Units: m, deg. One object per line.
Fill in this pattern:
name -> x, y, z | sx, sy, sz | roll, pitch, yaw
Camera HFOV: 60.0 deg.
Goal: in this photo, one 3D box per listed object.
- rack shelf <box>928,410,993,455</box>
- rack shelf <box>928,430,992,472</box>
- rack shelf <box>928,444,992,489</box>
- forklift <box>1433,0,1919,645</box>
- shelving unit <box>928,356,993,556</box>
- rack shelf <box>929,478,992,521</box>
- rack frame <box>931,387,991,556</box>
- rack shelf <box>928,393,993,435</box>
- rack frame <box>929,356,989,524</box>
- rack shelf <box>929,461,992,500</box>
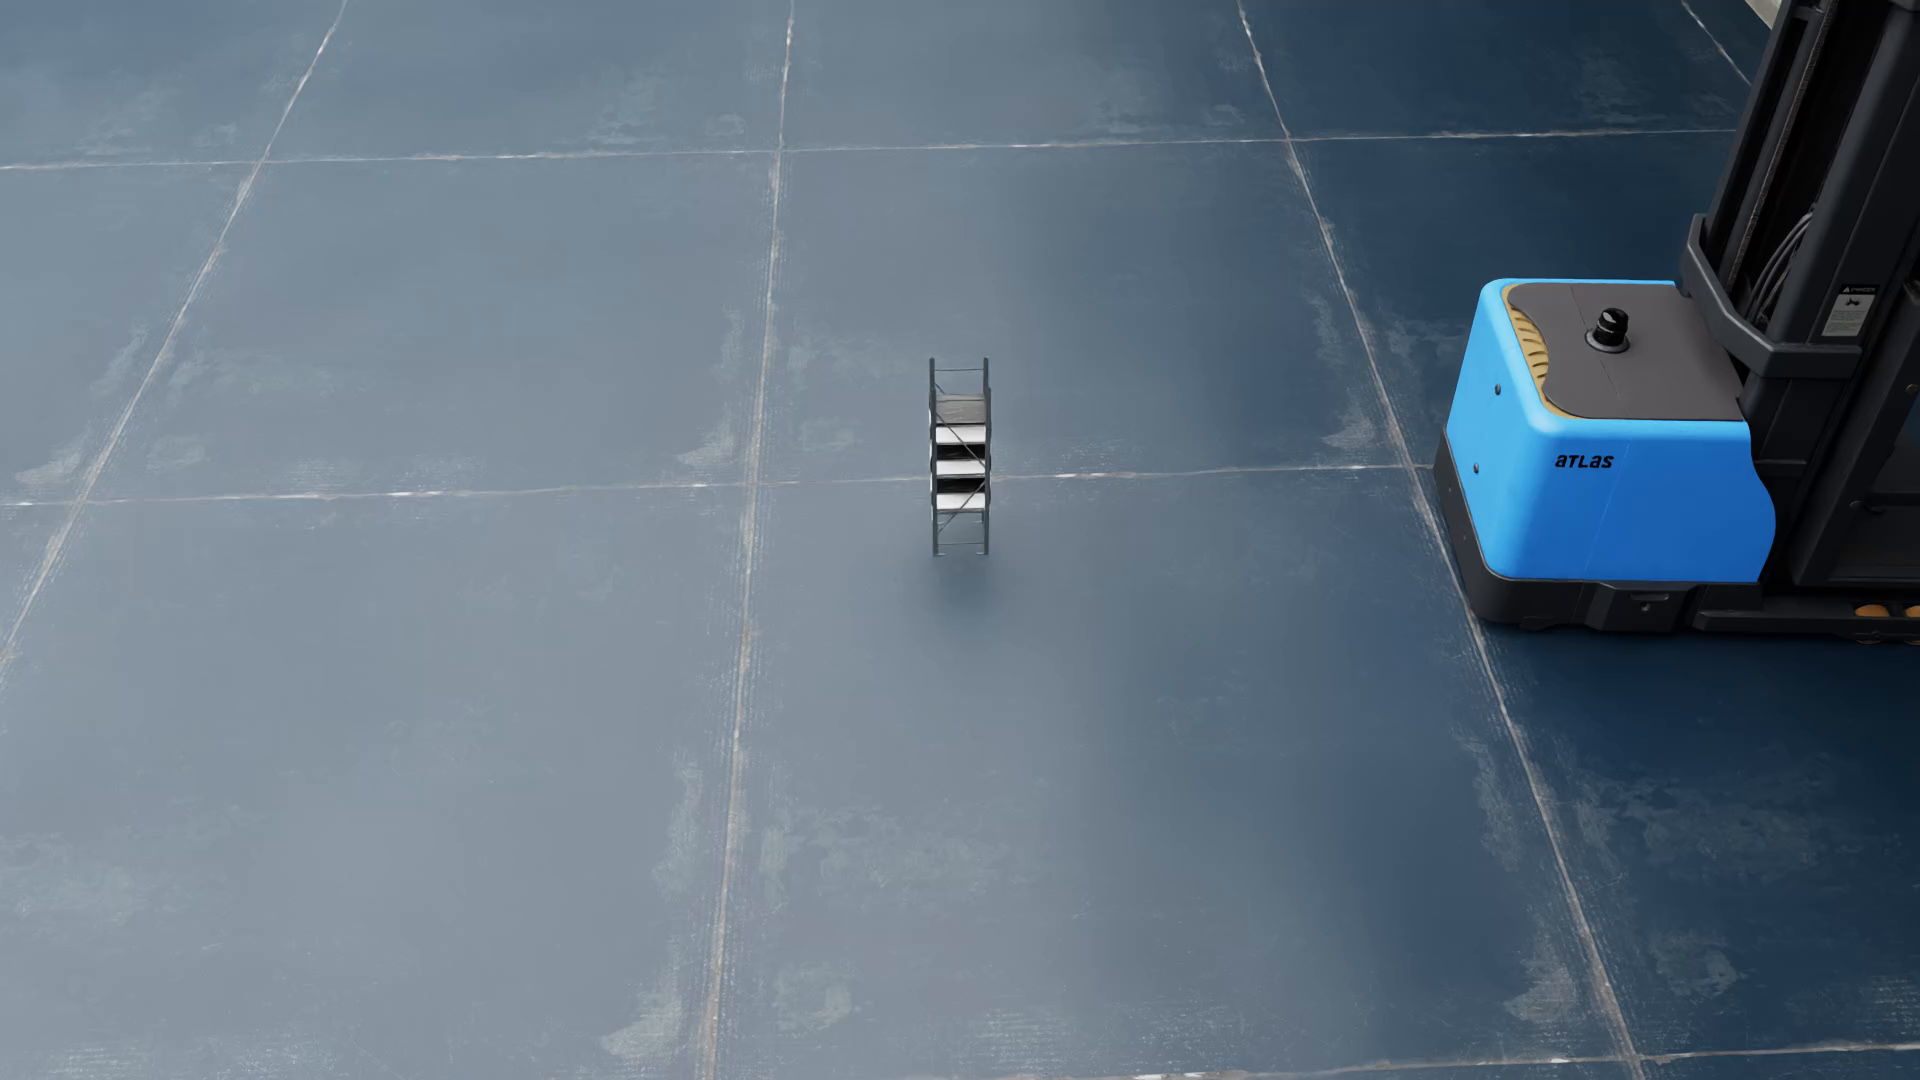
rack shelf -> 0.000, -0.445, 6.853 | 0.258, 0.077, 0.200 | -2, 43, -2
rack shelf -> 0.000, -0.379, 6.914 | 0.258, 0.077, 0.200 | -2, 43, -2
rack shelf -> 0.000, -0.313, 6.974 | 0.258, 0.077, 0.200 | -2, 43, -2
forklift -> 3.629, -1.020, 6.194 | 3.031, 2.935, 1.130 | 1, 43, 1
shelving unit -> 0.000, -0.337, 6.952 | 0.258, 0.900, 0.210 | -2, 43, -2
rack shelf -> 0.000, -0.180, 7.096 | 0.258, 0.077, 0.200 | -2, 43, -2
rack frame -> 0.004, -0.269, 6.877 | 0.240, 0.900, 0.006 | -2, 43, -2
rack shelf -> 0.000, -0.512, 6.792 | 0.258, 0.077, 0.200 | -2, 43, -2
rack frame -> -0.005, -0.406, 7.027 | 0.240, 0.900, 0.006 | -2, 43, -2
rack shelf -> 0.000, -0.246, 7.035 | 0.258, 0.077, 0.200 | -2, 43, -2
